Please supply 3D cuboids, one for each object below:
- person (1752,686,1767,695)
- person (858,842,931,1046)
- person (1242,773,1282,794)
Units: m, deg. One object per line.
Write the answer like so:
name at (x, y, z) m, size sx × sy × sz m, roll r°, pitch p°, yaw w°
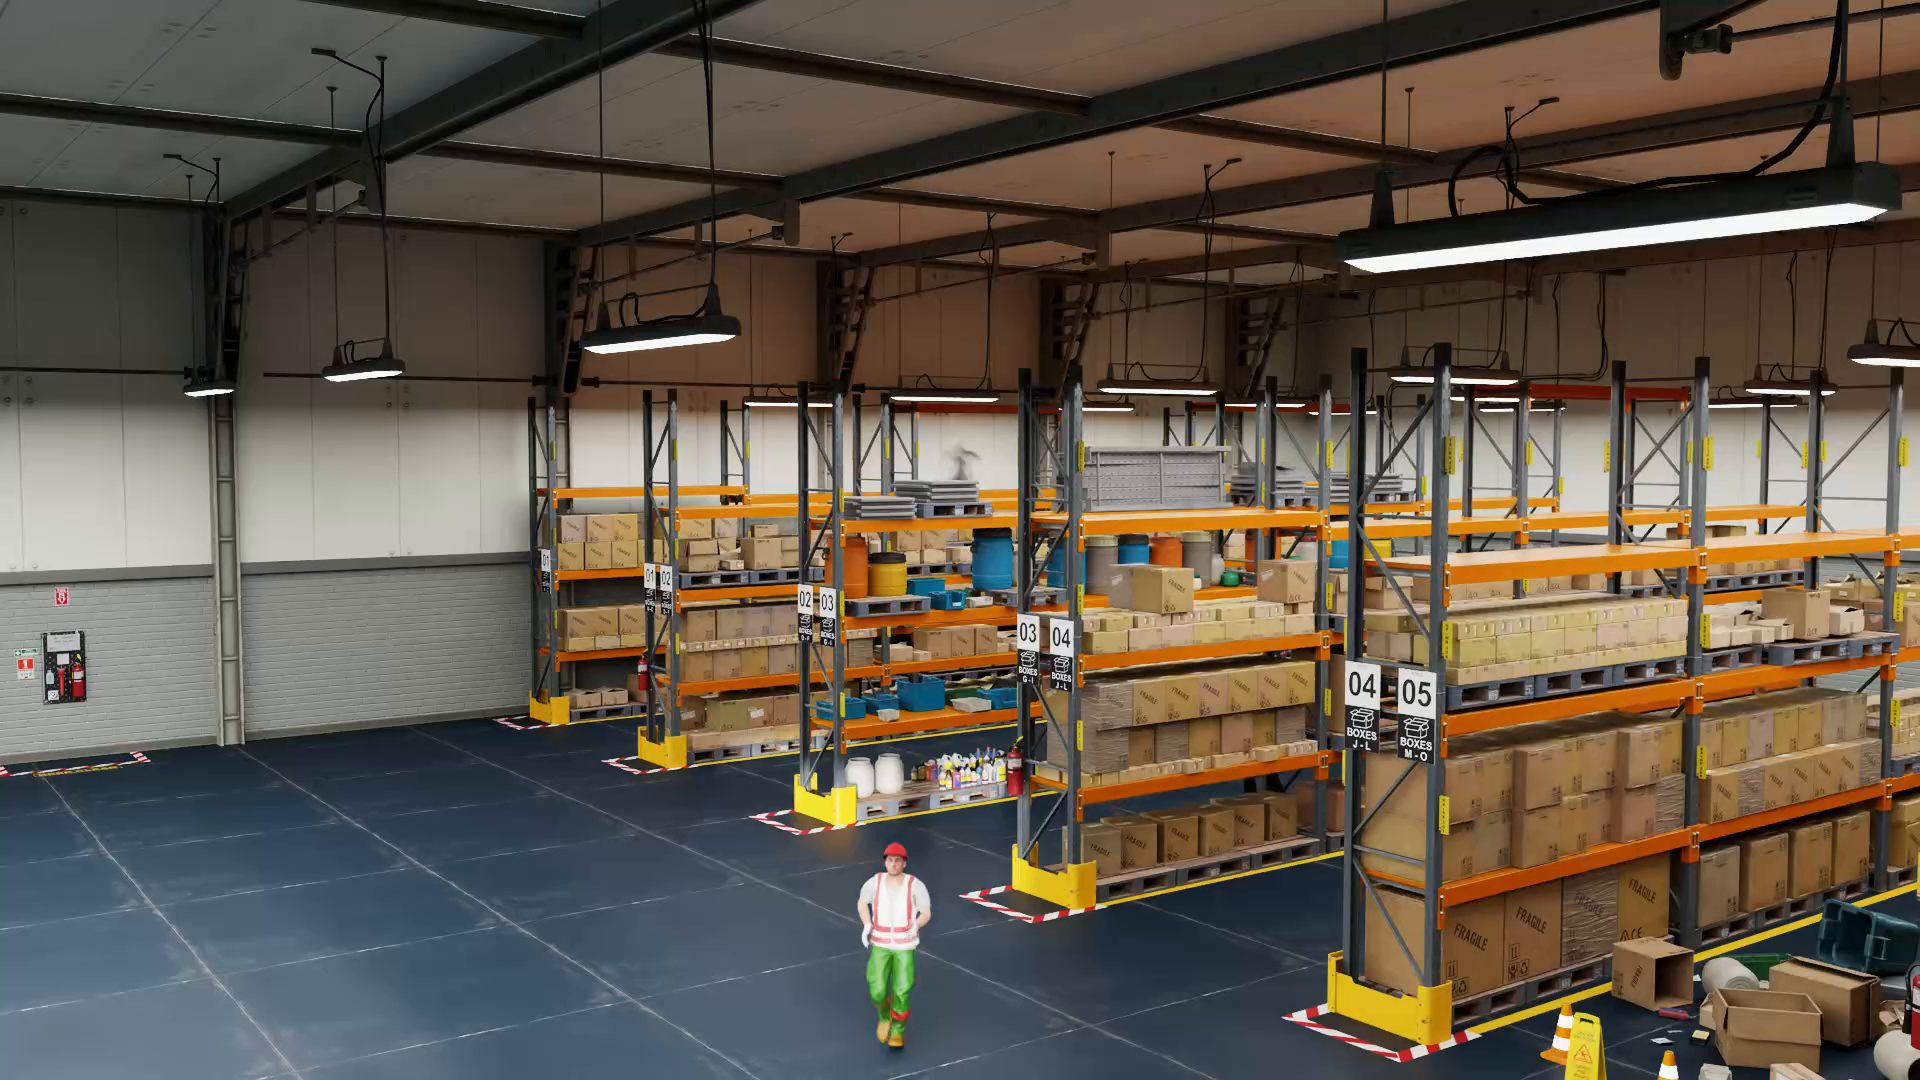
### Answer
person at (11.611, 2.911, 24.177) m, size 0.893 × 1.599 × 0.535 m, roll -3°, pitch 5°, yaw -41°
person at (-0.574, 3.445, 14.062) m, size 0.643 × 1.742 × 0.584 m, roll 0°, pitch 3°, yaw 4°
person at (4.171, 2.936, 22.792) m, size 0.675 × 1.846 × 0.829 m, roll 3°, pitch 5°, yaw 44°
